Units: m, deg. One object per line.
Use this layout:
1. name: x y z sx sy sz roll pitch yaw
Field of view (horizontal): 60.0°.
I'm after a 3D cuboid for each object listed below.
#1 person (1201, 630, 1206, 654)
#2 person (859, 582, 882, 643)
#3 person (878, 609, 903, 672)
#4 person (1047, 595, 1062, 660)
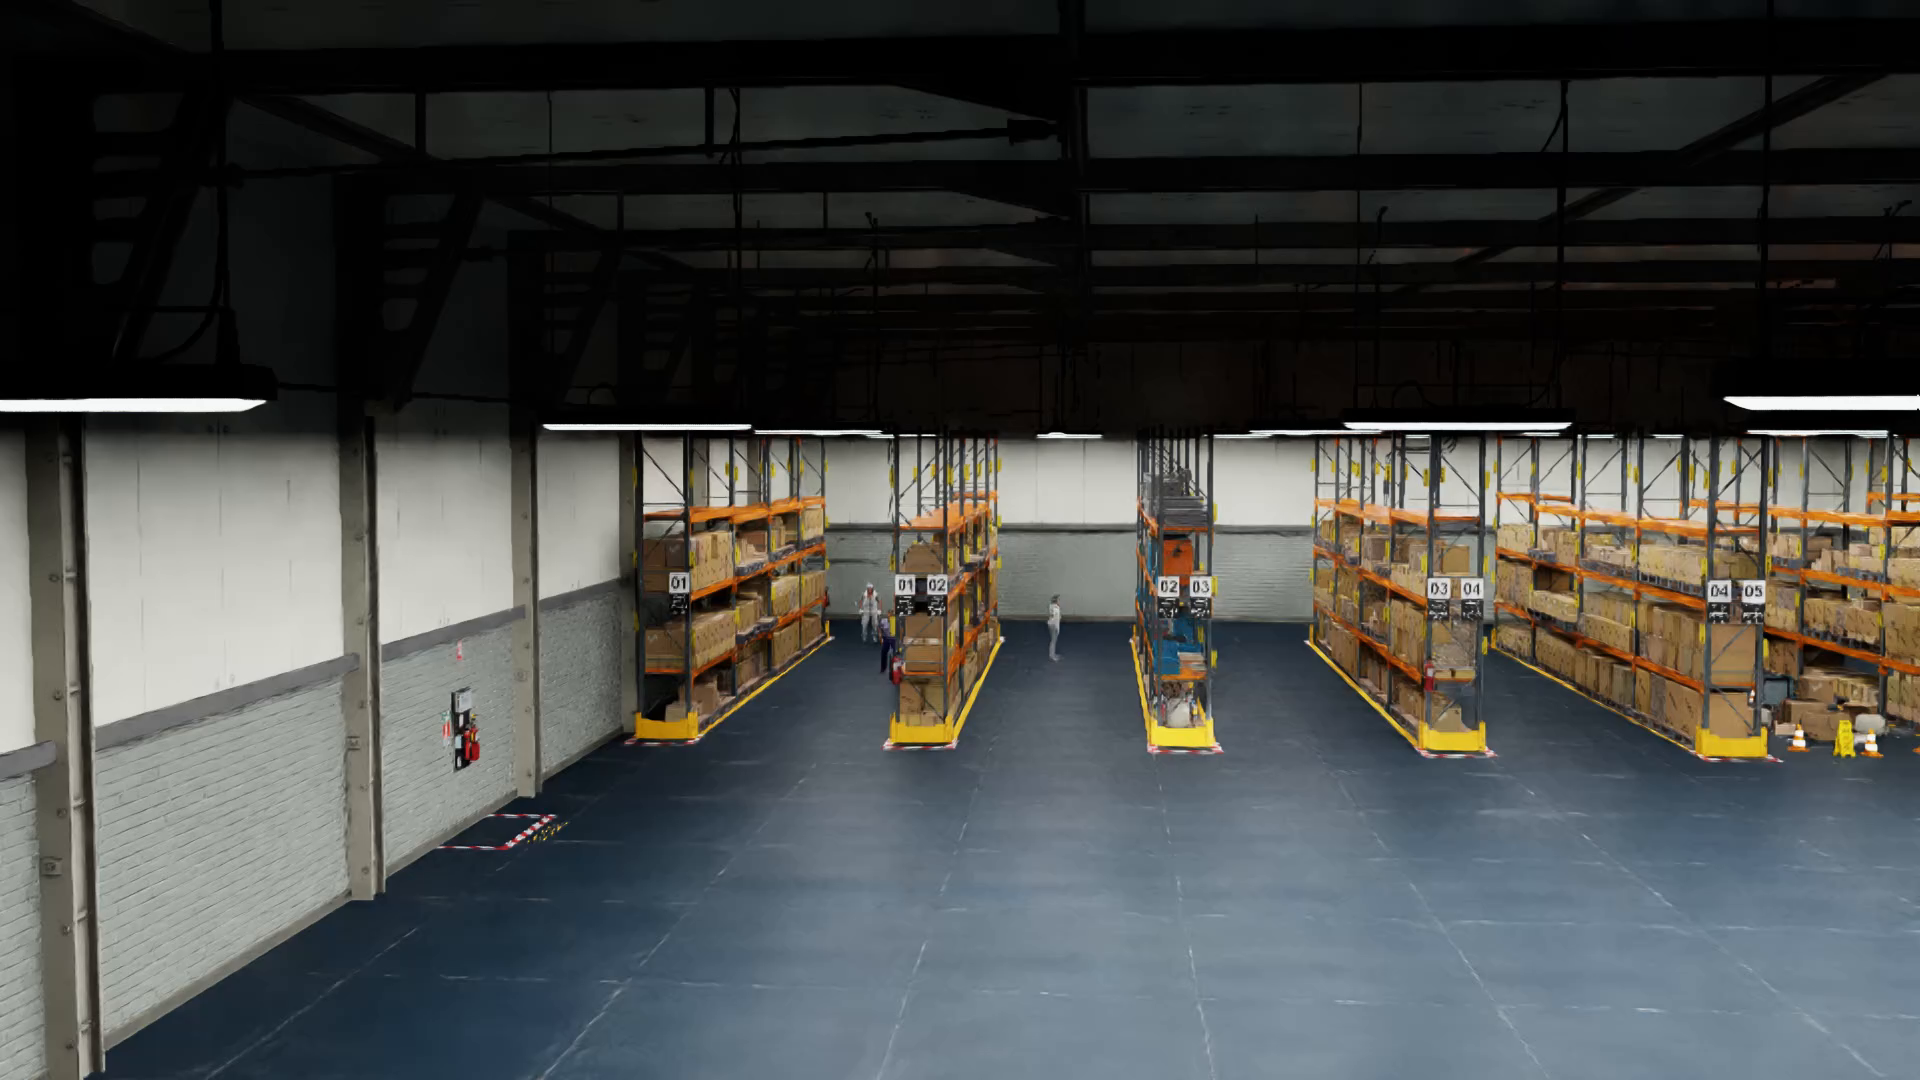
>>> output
1. person: 6.246 2.244 44.382 0.638 1.615 0.774 -1 4 -15
2. person: -2.527 2.047 46.839 0.677 1.742 0.552 0 3 3
3. person: -1.704 2.478 40.872 0.625 1.596 0.509 0 3 2
4. person: 2.496 2.262 43.373 0.436 1.680 0.545 -1 4 -16
